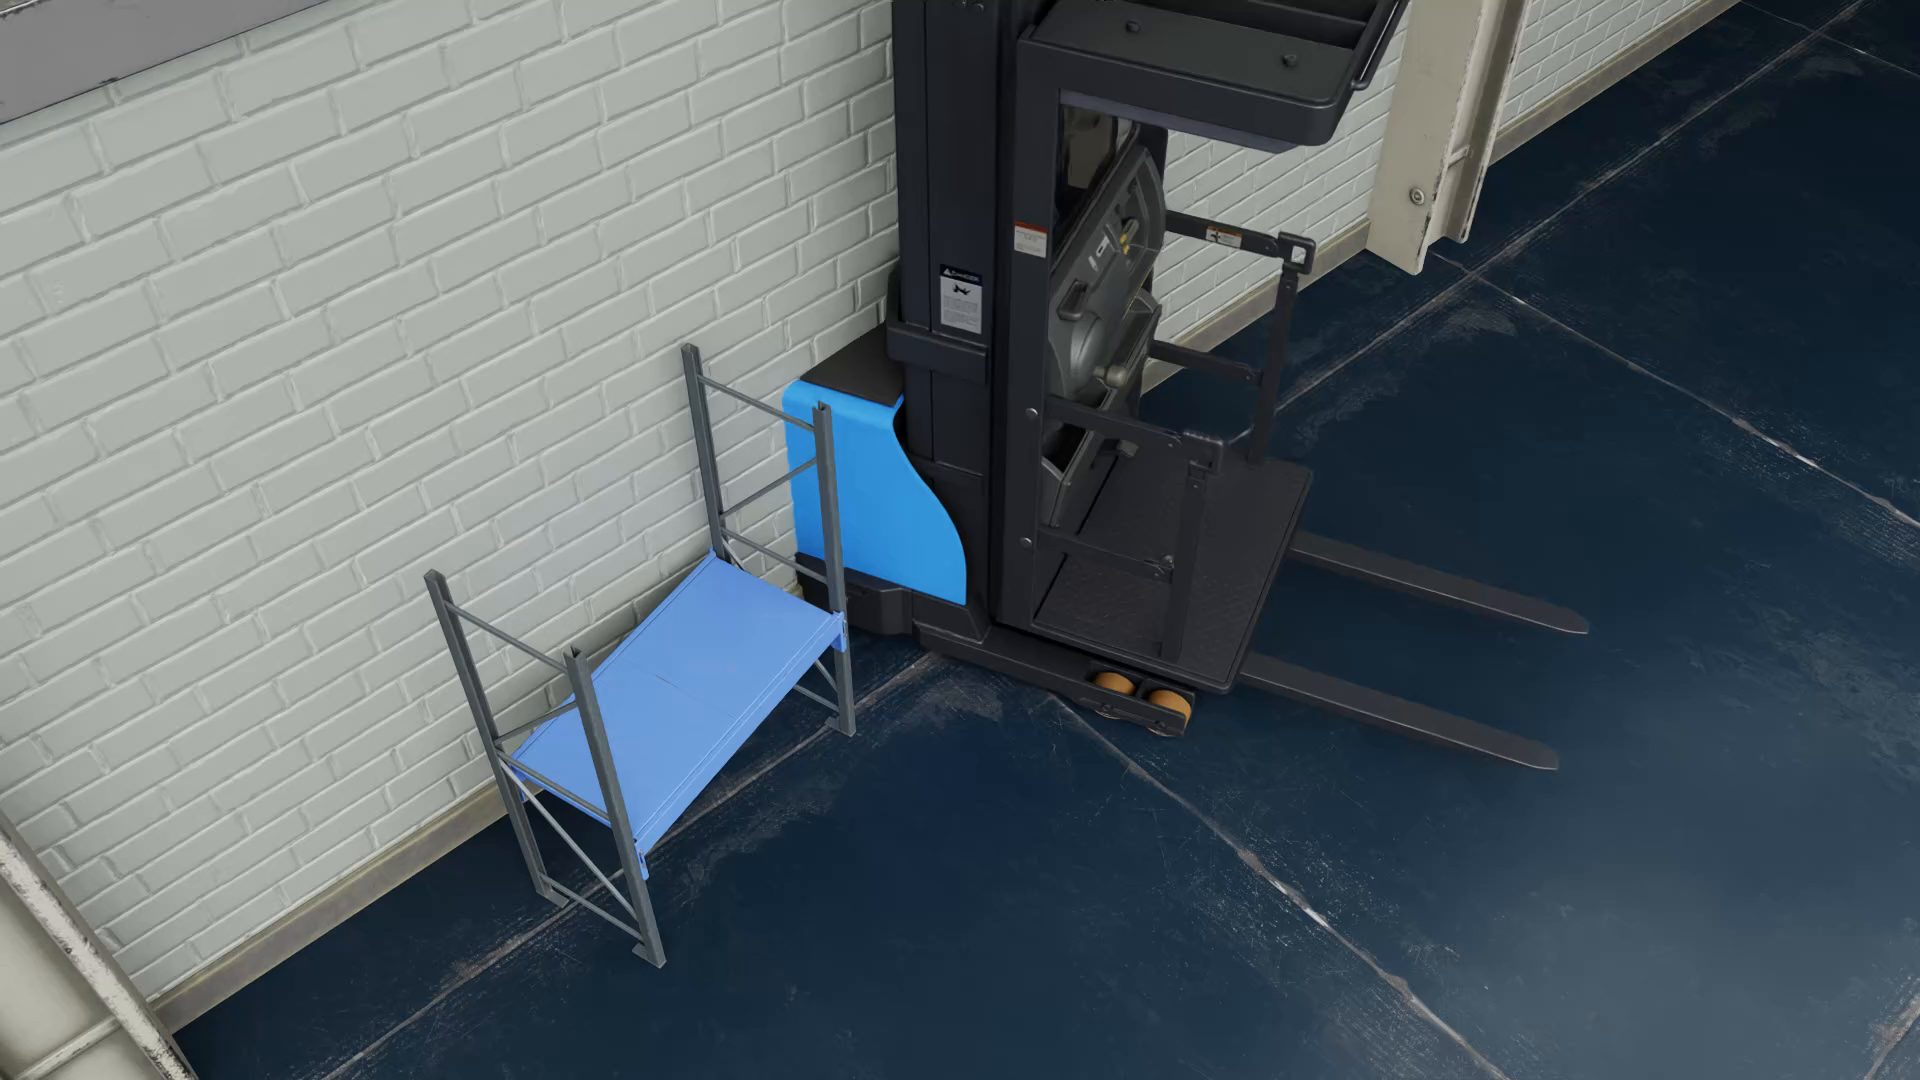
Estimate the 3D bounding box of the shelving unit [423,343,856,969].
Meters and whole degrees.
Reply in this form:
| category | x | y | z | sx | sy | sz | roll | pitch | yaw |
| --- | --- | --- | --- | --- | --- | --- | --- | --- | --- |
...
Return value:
| category | x | y | z | sx | sy | sz | roll | pitch | yaw |
| --- | --- | --- | --- | --- | --- | --- | --- | --- | --- |
| shelving unit | -0.843 | 0.370 | 4.888 | 0.538 | 1.500 | 1.048 | 25 | 52 | 21 |

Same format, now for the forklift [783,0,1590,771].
| category | x | y | z | sx | sy | sz | roll | pitch | yaw |
| --- | --- | --- | --- | --- | --- | --- | --- | --- | --- |
| forklift | 0.633 | -0.775 | 4.971 | 3.031 | 2.935 | 1.130 | 17 | 50 | 15 |

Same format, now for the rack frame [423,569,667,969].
| category | x | y | z | sx | sy | sz | roll | pitch | yaw |
| --- | --- | --- | --- | --- | --- | --- | --- | --- | --- |
| rack frame | -1.114 | 0.686 | 4.596 | 0.500 | 1.500 | 0.032 | 25 | 52 | 21 |

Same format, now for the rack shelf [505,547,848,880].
| category | x | y | z | sx | sy | sz | roll | pitch | yaw |
| --- | --- | --- | --- | --- | --- | --- | --- | --- | --- |
| rack shelf | -0.843 | 0.492 | 5.020 | 0.538 | 0.185 | 1.000 | 25 | 52 | 21 |

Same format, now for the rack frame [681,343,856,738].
| category | x | y | z | sx | sy | sz | roll | pitch | yaw |
| --- | --- | --- | --- | --- | --- | --- | --- | --- | --- |
| rack frame | -0.572 | 0.054 | 5.180 | 0.500 | 1.500 | 0.032 | 25 | 52 | 21 |

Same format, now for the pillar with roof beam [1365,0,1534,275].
| category | x | y | z | sx | sy | sz | roll | pitch | yaw |
| --- | --- | --- | --- | --- | --- | --- | --- | --- | --- |
| pillar with roof beam | 4.940 | -2.056 | 2.024 | 0.400 | 9.000 | 9.100 | -34 | 56 | -27 |
